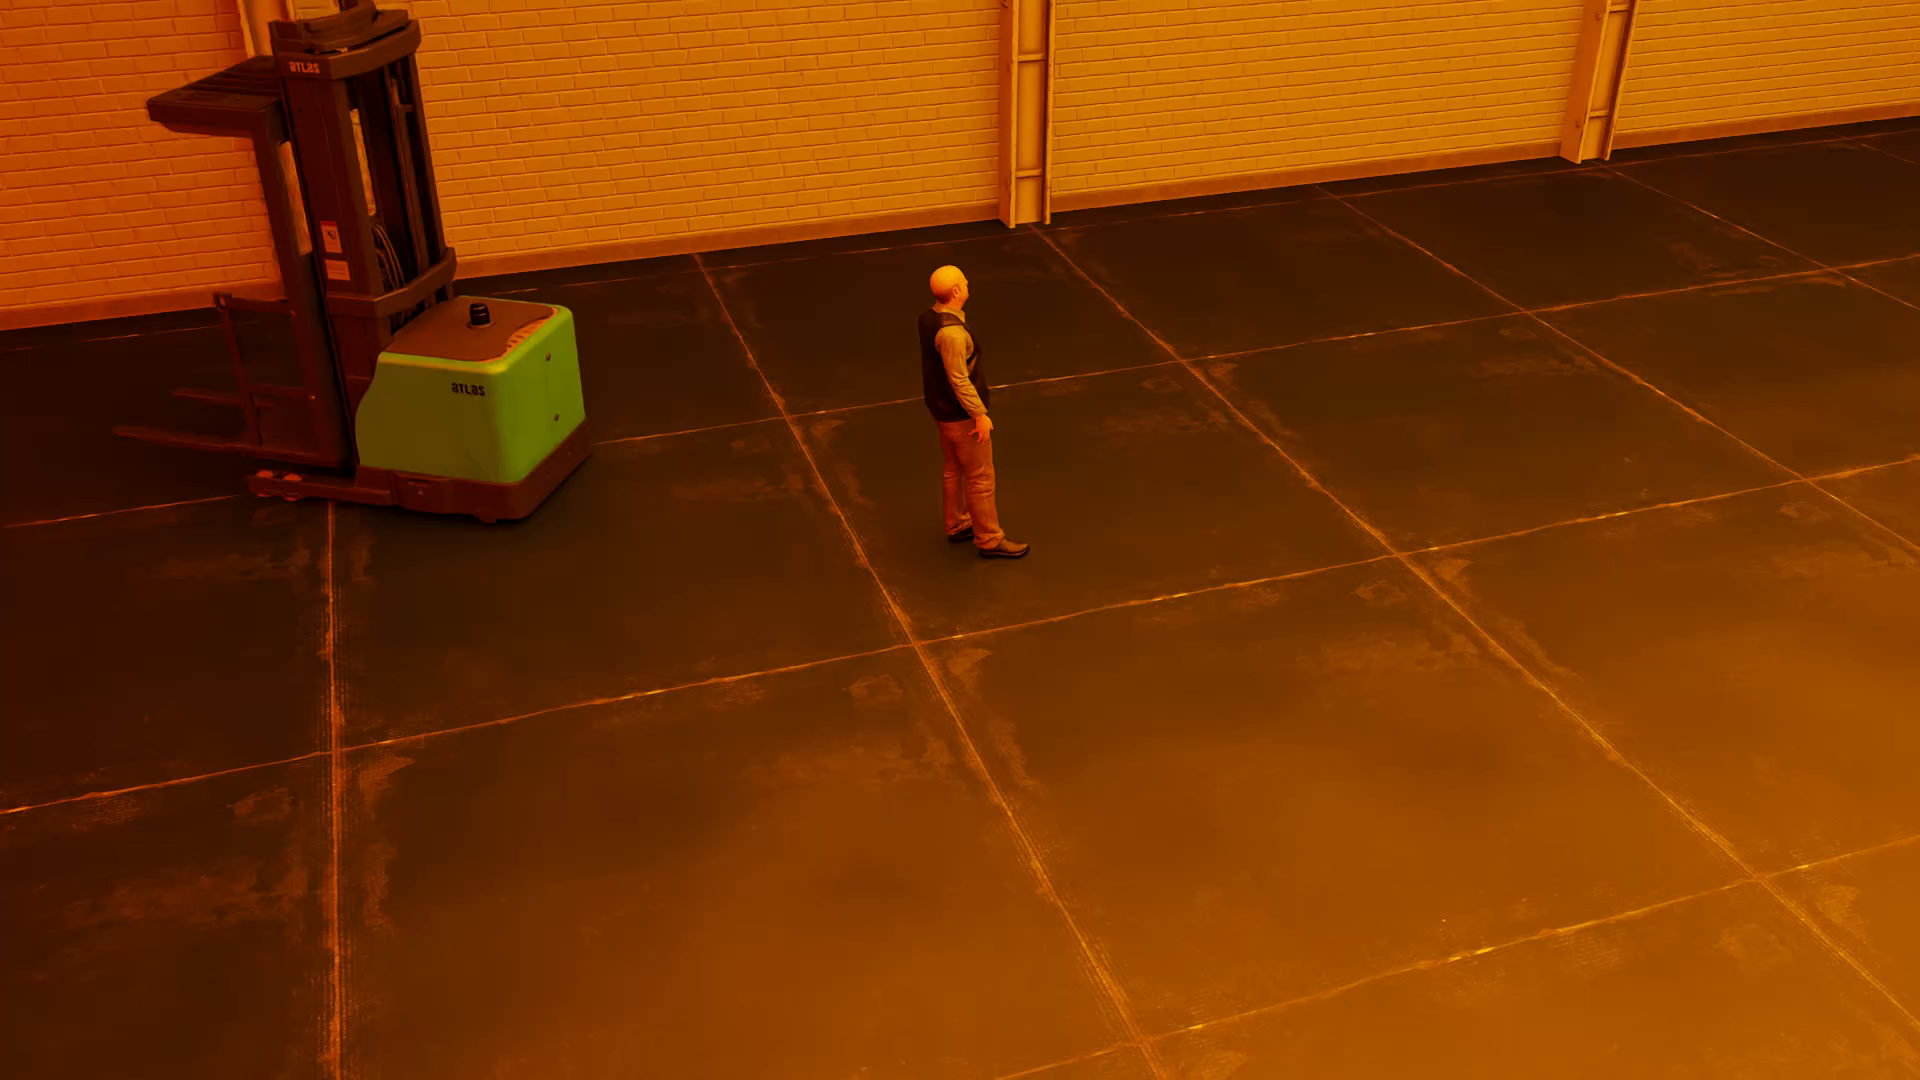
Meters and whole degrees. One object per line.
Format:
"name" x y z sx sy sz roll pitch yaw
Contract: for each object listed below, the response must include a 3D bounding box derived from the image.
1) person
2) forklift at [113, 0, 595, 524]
"person" 0.062 -0.759 9.604 0.566 1.723 0.634 -10 31 -16
"forklift" -3.962 -1.757 10.141 3.031 2.935 1.130 7 31 12
